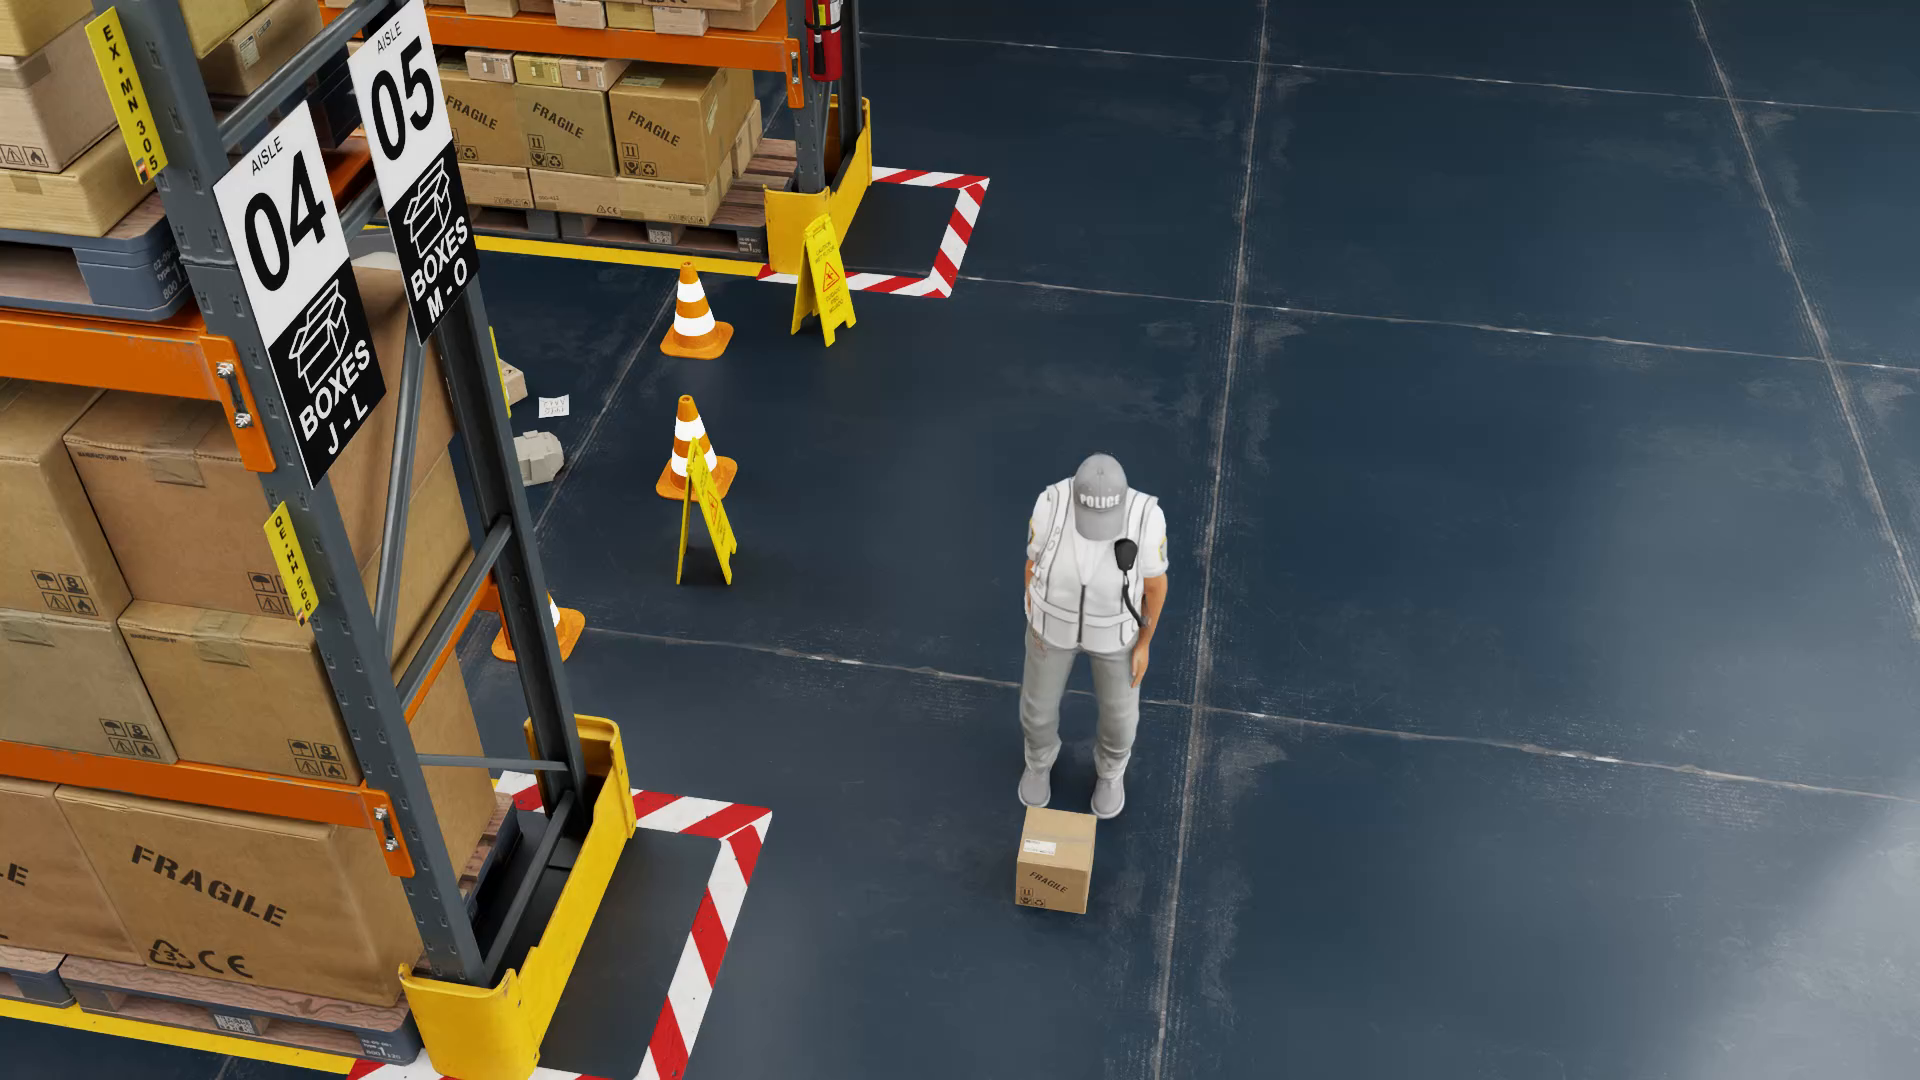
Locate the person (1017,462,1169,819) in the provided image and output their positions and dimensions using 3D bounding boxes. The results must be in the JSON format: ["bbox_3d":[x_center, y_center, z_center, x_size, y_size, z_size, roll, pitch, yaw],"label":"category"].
[{"bbox_3d":[0.460,0.337,5.819,0.500,1.611,0.496,8,41,9],"label":"person"}]
